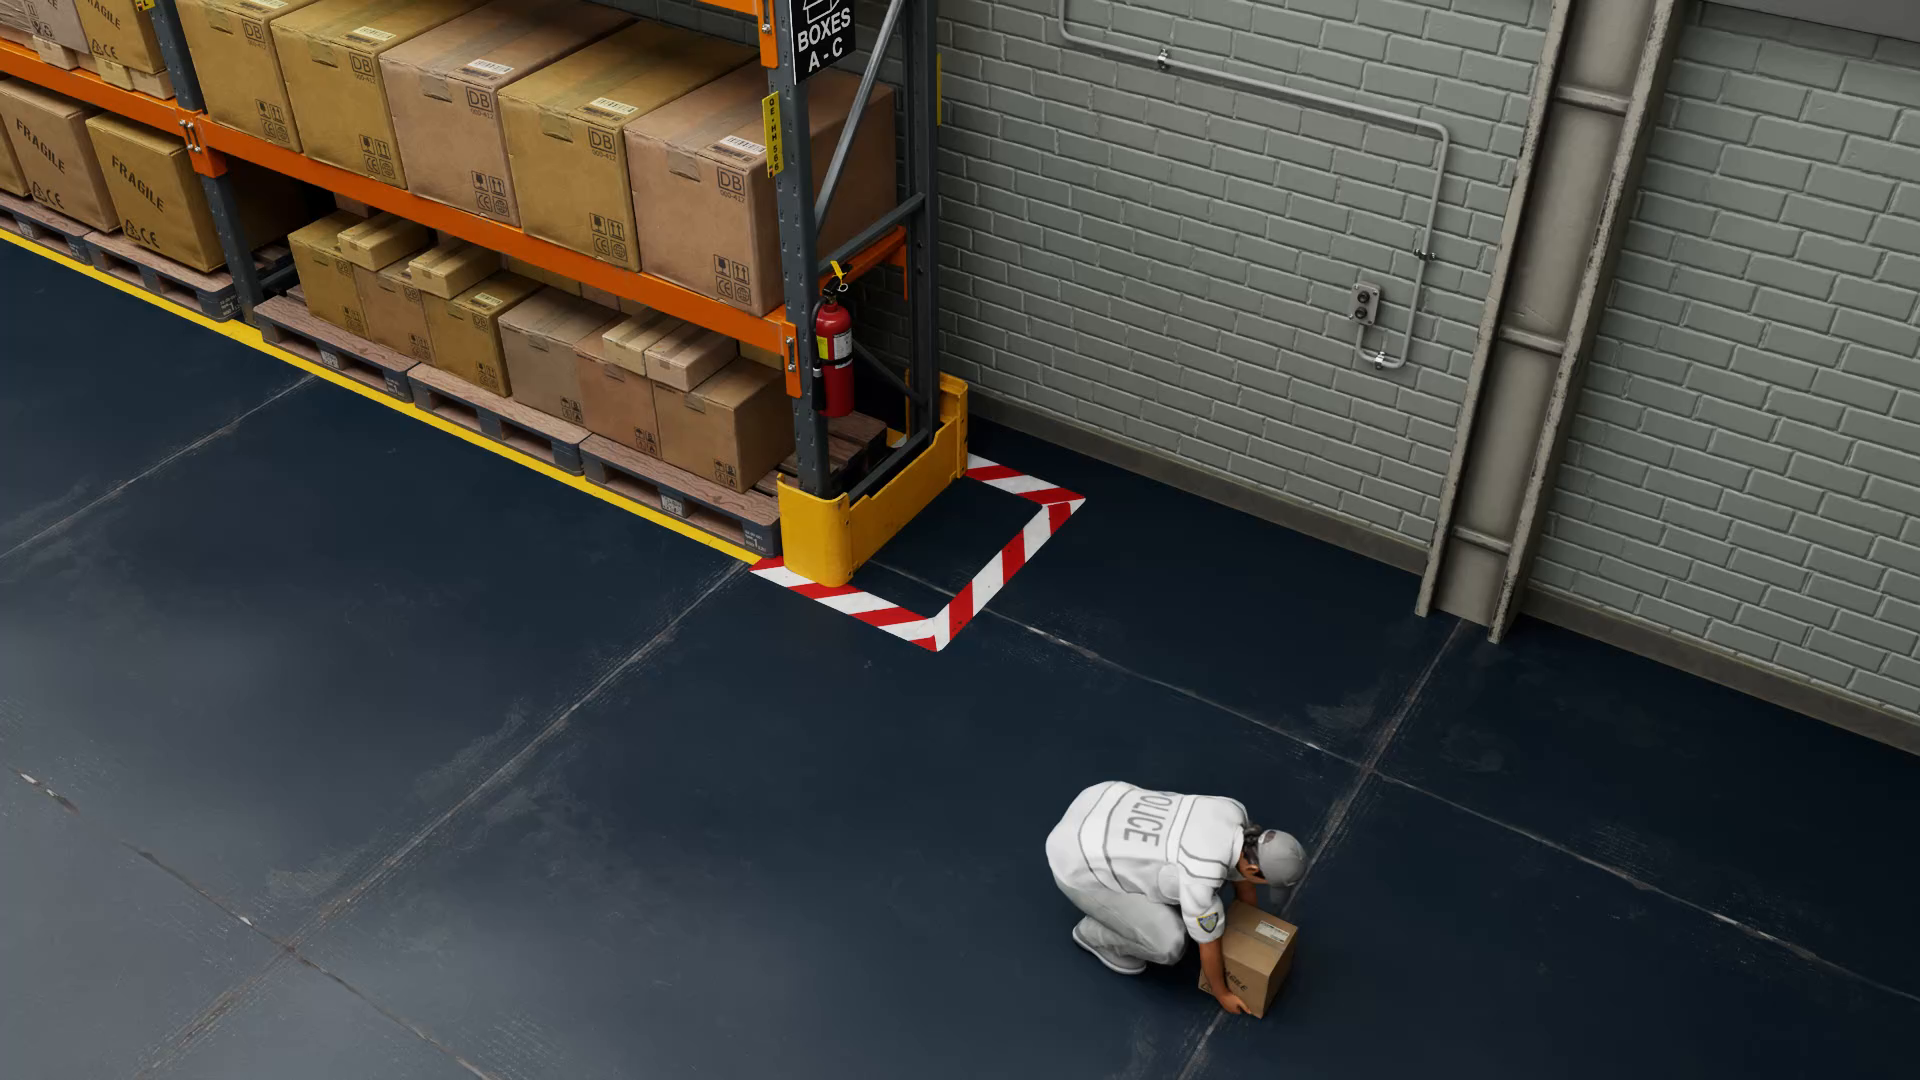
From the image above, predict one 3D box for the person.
[{"bbox_3d":[0.757,1.228,5.942,0.899,0.816,0.526,21,43,24],"label":"person"}]
